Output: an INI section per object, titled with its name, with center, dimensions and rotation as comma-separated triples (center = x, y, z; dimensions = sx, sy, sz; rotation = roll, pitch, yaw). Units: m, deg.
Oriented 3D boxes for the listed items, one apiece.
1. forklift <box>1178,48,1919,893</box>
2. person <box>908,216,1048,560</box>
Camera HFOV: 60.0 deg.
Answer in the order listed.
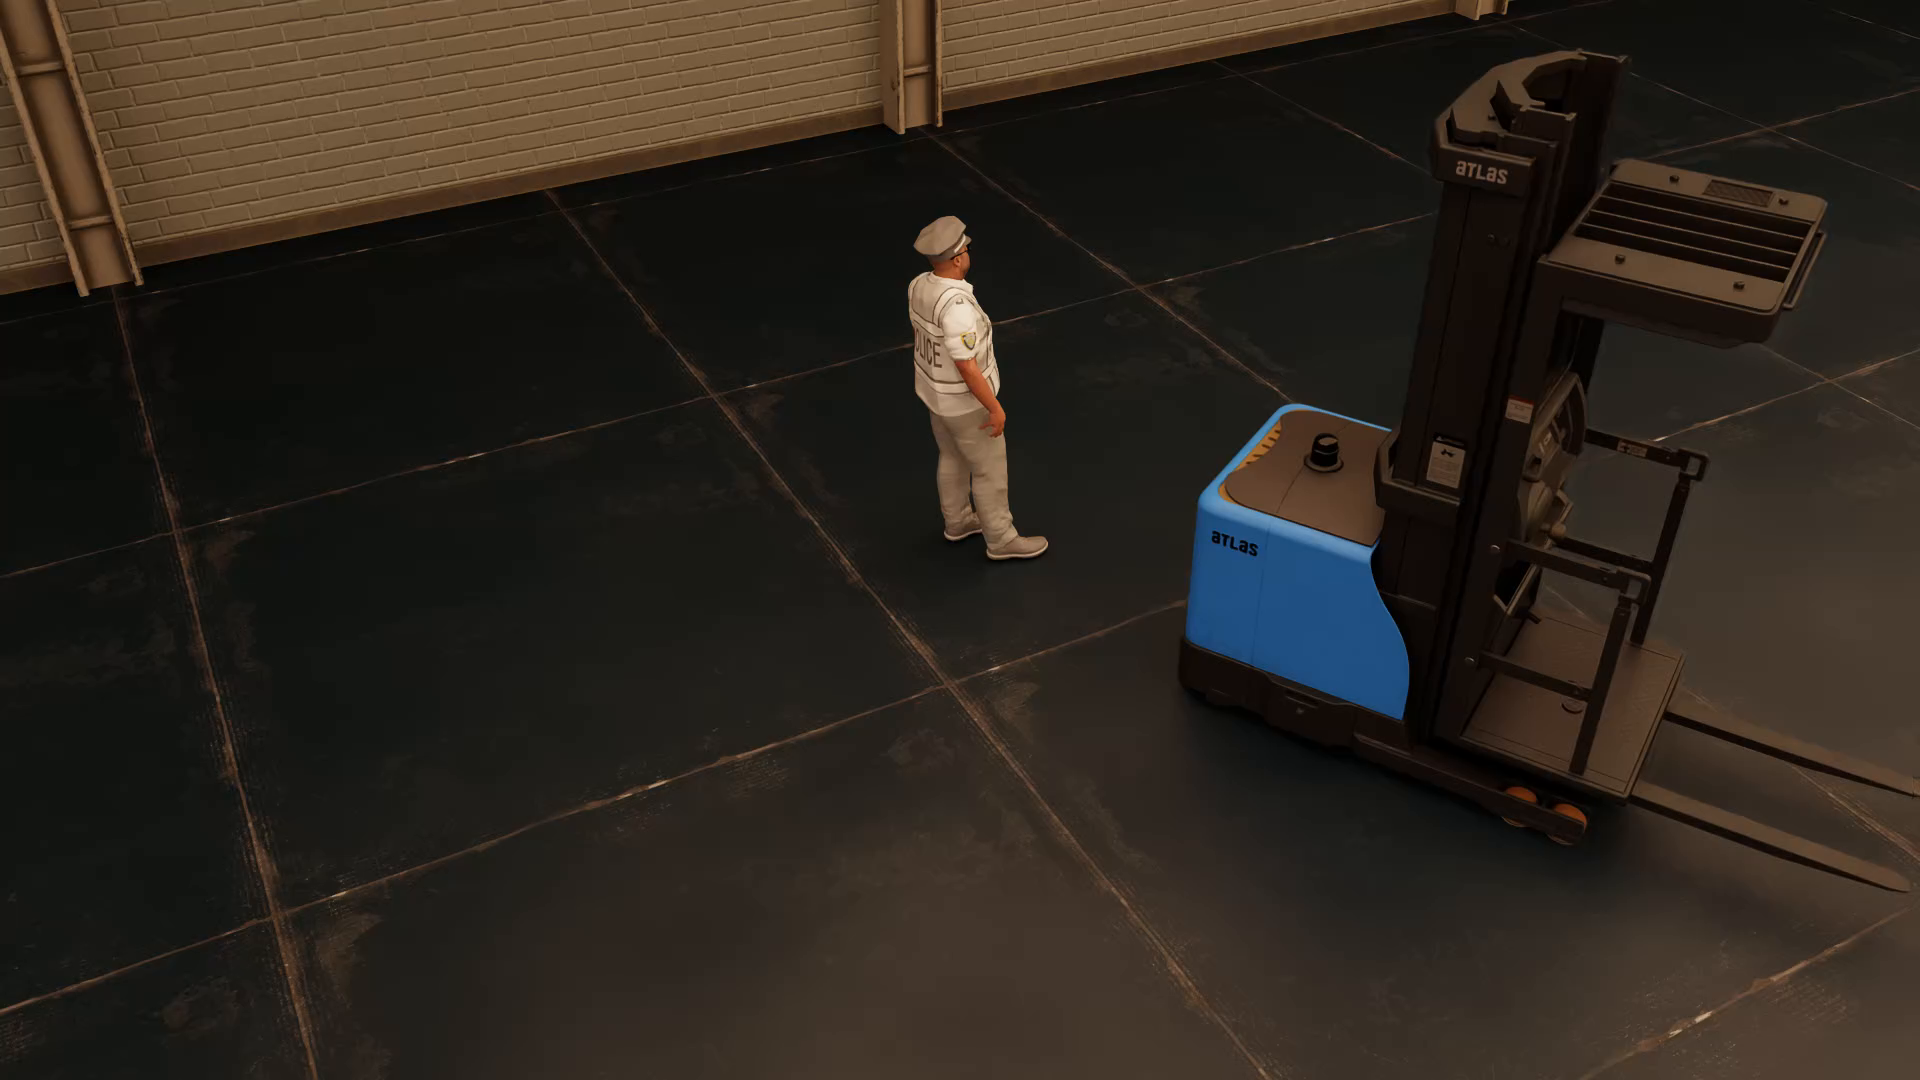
[forklift]
center = 2.525, -0.290, 6.534
dimensions = 3.031, 2.935, 1.130
rotation = 20, 40, 26
[person]
center = 0.074, -0.749, 8.165
dimensions = 0.574, 1.780, 0.641
rotation = -17, 39, -23
